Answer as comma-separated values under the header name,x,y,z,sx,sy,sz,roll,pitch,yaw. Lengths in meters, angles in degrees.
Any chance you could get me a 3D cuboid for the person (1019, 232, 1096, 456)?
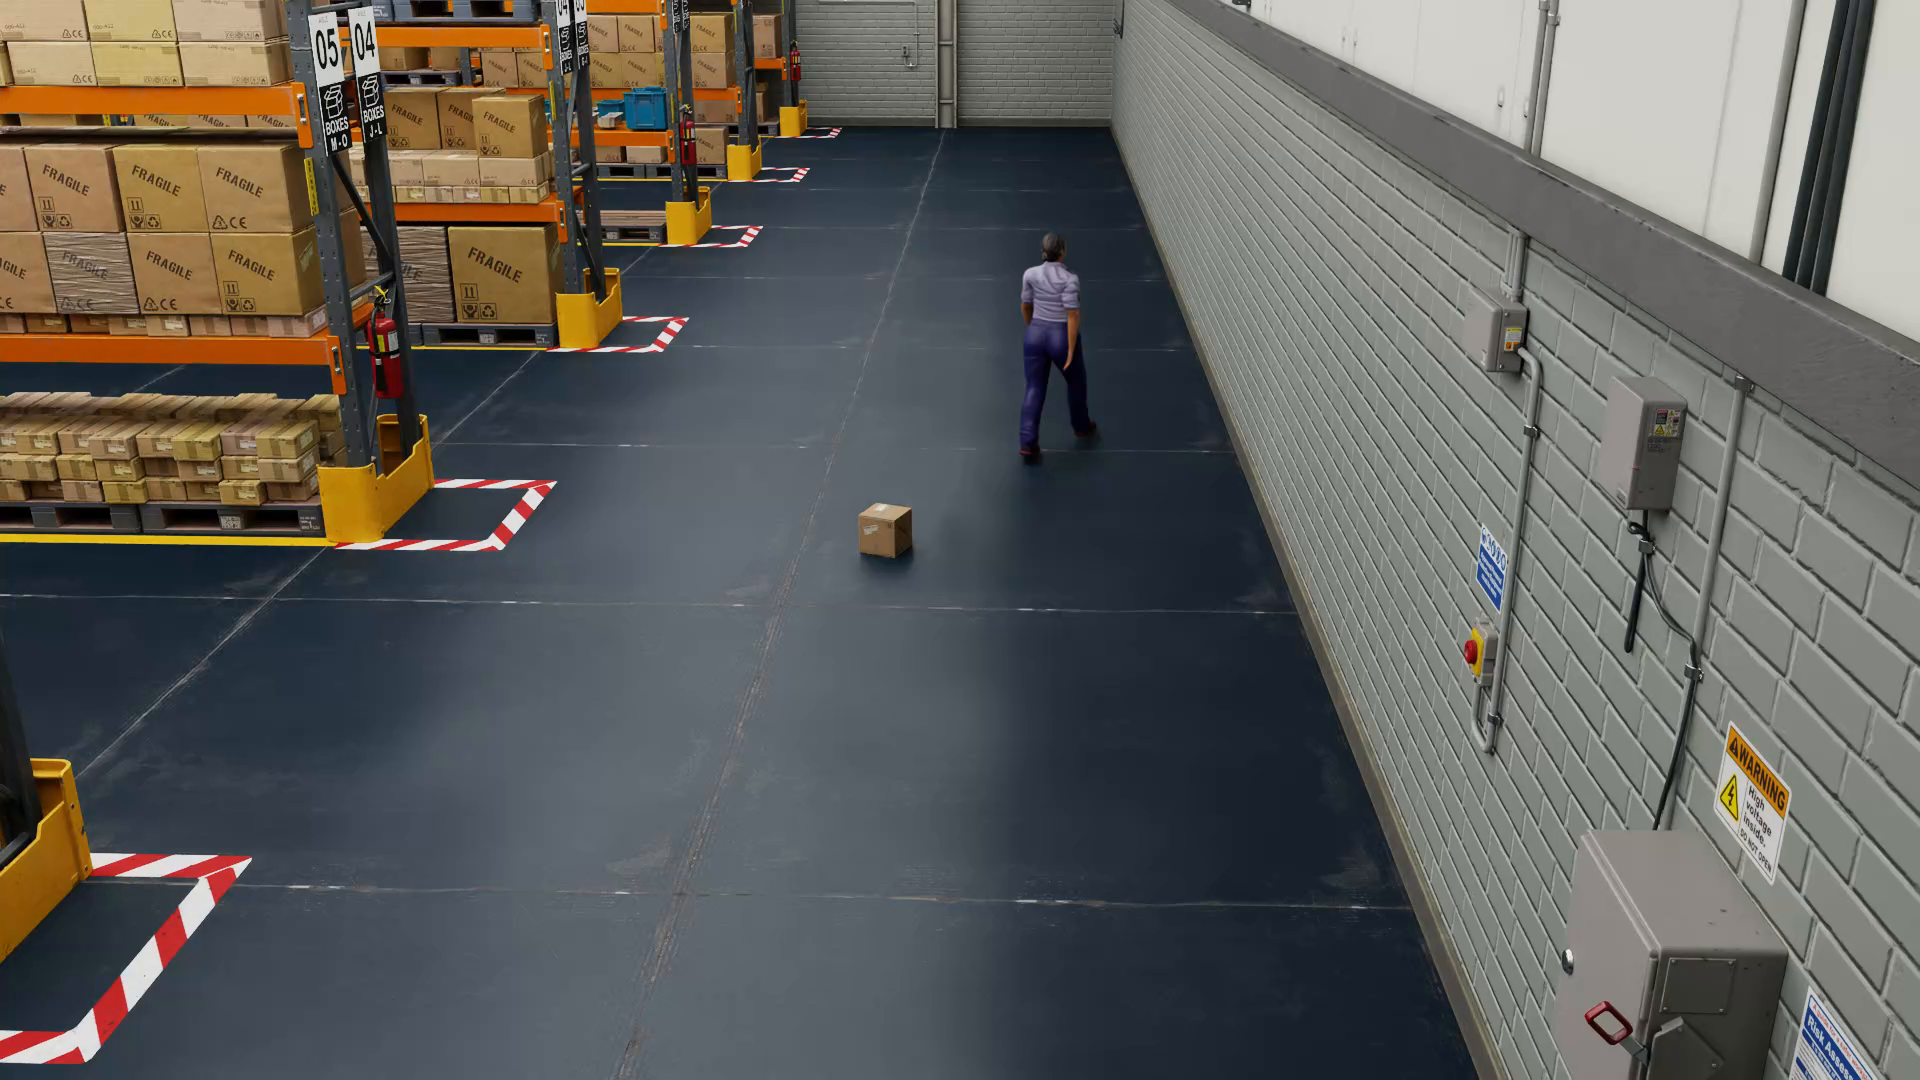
name,x,y,z,sx,sy,sz,roll,pitch,yaw
person,0.691,-1.472,12.144,0.493,1.590,0.967,8,22,21
